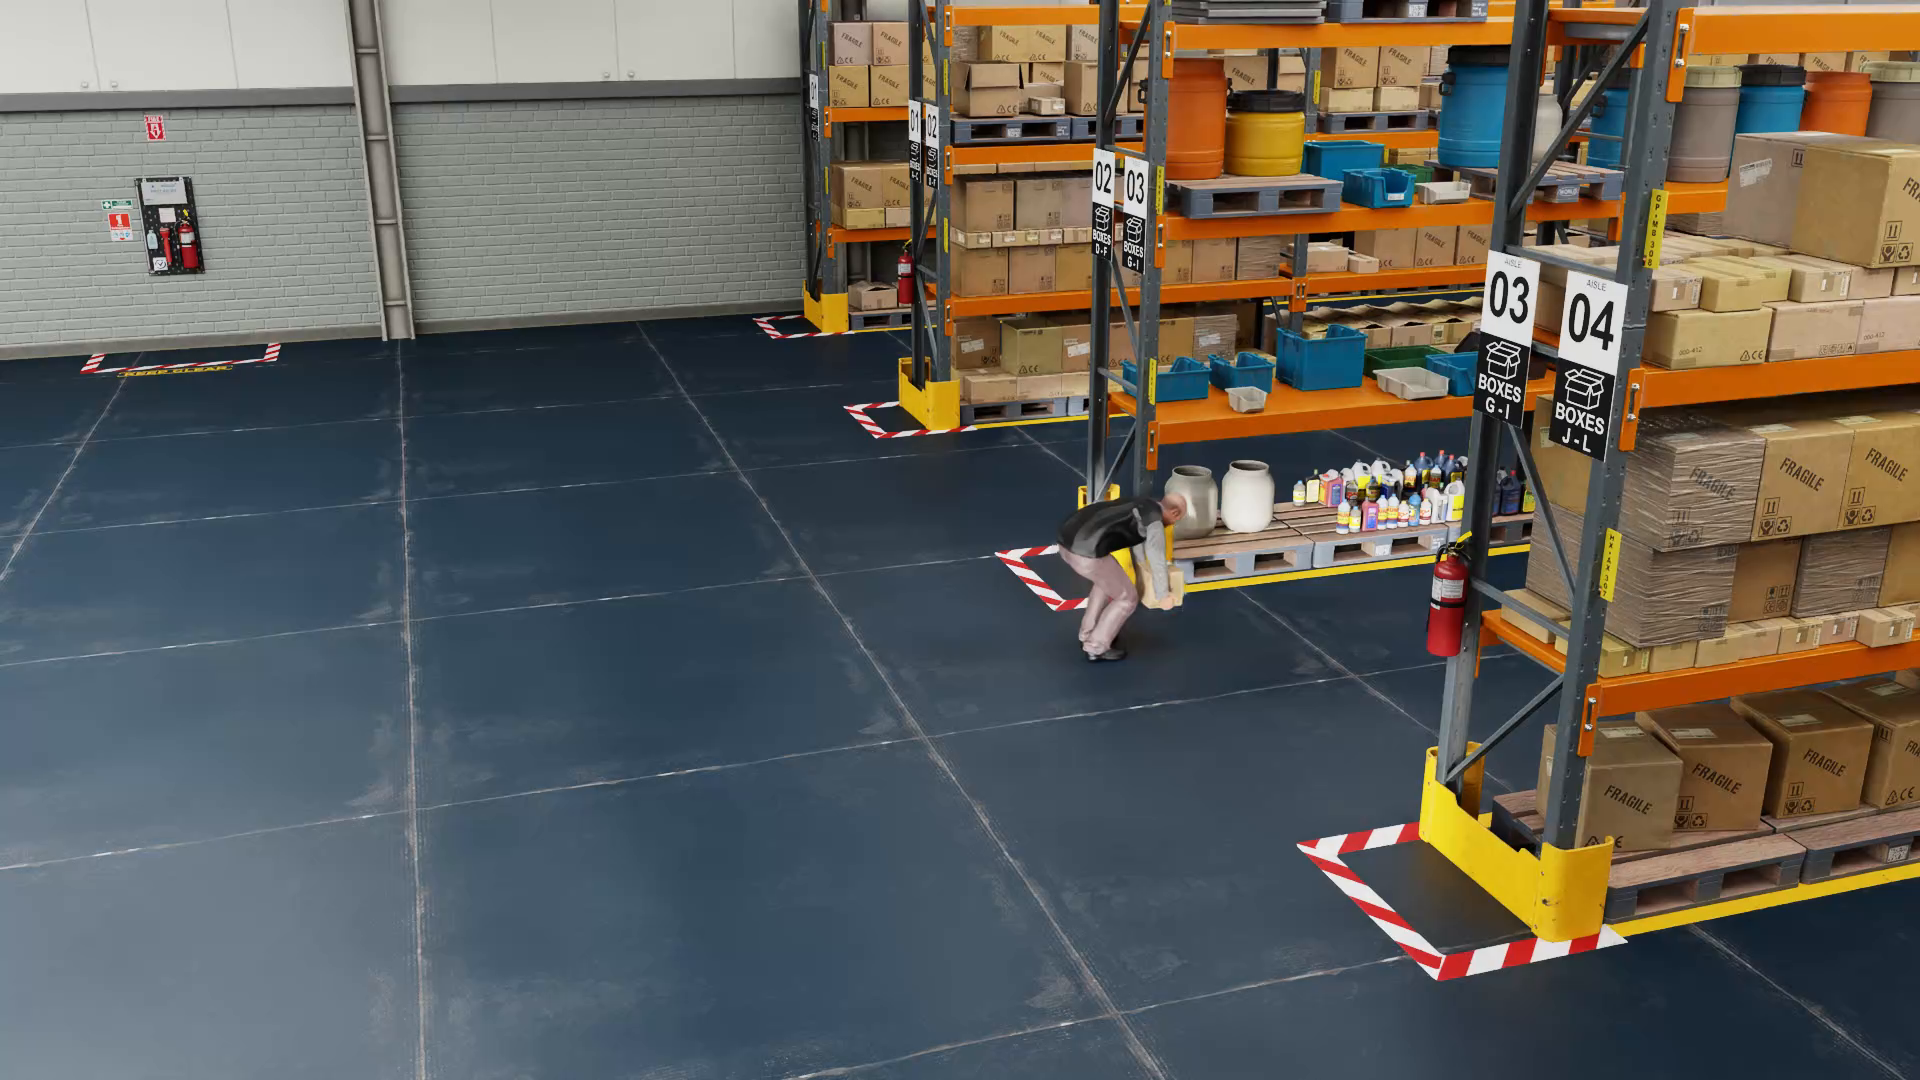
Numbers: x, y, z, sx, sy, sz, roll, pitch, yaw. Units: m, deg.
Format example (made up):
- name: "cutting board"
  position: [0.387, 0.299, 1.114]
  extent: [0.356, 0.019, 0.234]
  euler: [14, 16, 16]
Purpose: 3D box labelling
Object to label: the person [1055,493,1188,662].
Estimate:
- name: "person"
  position: [1.123, 0.236, 11.391]
  extent: [0.947, 1.089, 0.493]
  euler: [-7, 20, -20]
